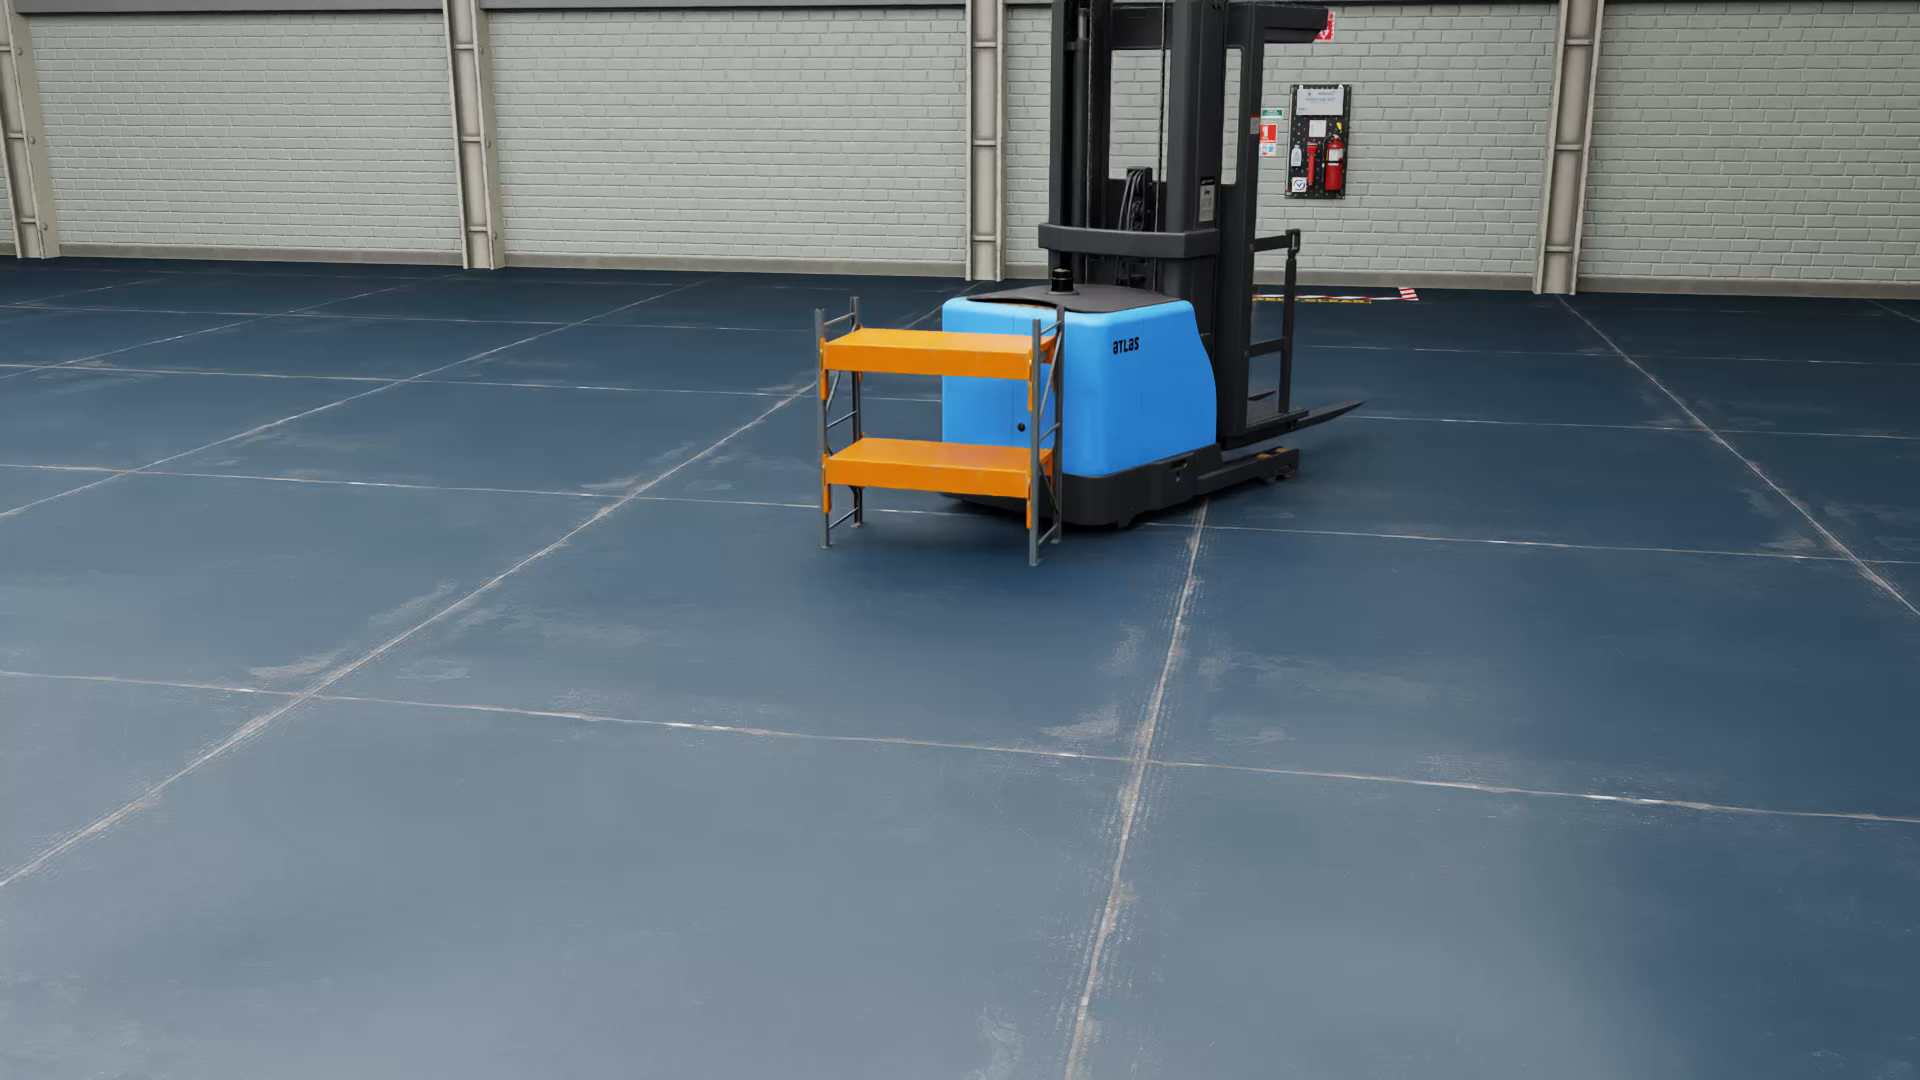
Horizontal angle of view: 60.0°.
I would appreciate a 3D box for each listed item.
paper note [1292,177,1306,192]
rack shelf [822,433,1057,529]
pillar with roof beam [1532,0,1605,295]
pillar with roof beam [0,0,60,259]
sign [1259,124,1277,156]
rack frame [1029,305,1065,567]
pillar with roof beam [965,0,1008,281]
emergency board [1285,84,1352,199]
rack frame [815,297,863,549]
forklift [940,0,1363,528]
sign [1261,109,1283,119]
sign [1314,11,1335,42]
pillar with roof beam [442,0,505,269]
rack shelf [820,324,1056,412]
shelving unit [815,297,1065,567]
[{"bbox_3d":[3.591,-3.762,17.604,0.142,0.148,0.016,3,16,11],"label":"paper note"},{"bbox_3d":[-0.085,-0.289,7.843,1.000,0.278,0.538,5,16,16],"label":"rack shelf"},{"bbox_3d":[5.307,-5.782,12.010,0.400,9.000,9.100,3,16,11],"label":"pillar with roof beam"},{"bbox_3d":[-12.332,-6.740,15.467,0.400,9.000,9.100,3,16,11],"label":"pillar with roof beam"},{"bbox_3d":[3.229,-4.232,17.586,0.234,0.329,0.001,3,16,11],"label":"sign"},{"bbox_3d":[0.401,-0.485,7.636,0.032,1.125,0.500,5,16,16],"label":"rack frame"},{"bbox_3d":[-0.573,-6.102,13.162,0.400,9.000,9.100,3,16,11],"label":"pillar with roof beam"},{"bbox_3d":[3.750,-4.159,17.387,0.643,1.169,0.194,3,16,11],"label":"emergency board"},{"bbox_3d":[-0.572,-0.564,7.919,0.032,1.125,0.500,5,16,16],"label":"rack frame"},{"bbox_3d":[1.236,-1.797,8.988,1.130,2.935,3.031,13,20,39],"label":"forklift"},{"bbox_3d":[3.232,-4.485,17.506,0.331,0.109,0.001,3,16,11],"label":"sign"},{"bbox_3d":[3.762,-5.303,17.173,0.199,0.298,0.001,3,16,11],"label":"sign"},{"bbox_3d":[-6.453,-6.421,14.314,0.400,9.000,9.100,3,16,11],"label":"pillar with roof beam"},{"bbox_3d":[-0.085,-0.806,7.699,1.000,0.278,0.538,5,16,16],"label":"rack shelf"},{"bbox_3d":[-0.085,-0.524,7.778,1.048,1.125,0.538,5,16,16],"label":"shelving unit"}]
